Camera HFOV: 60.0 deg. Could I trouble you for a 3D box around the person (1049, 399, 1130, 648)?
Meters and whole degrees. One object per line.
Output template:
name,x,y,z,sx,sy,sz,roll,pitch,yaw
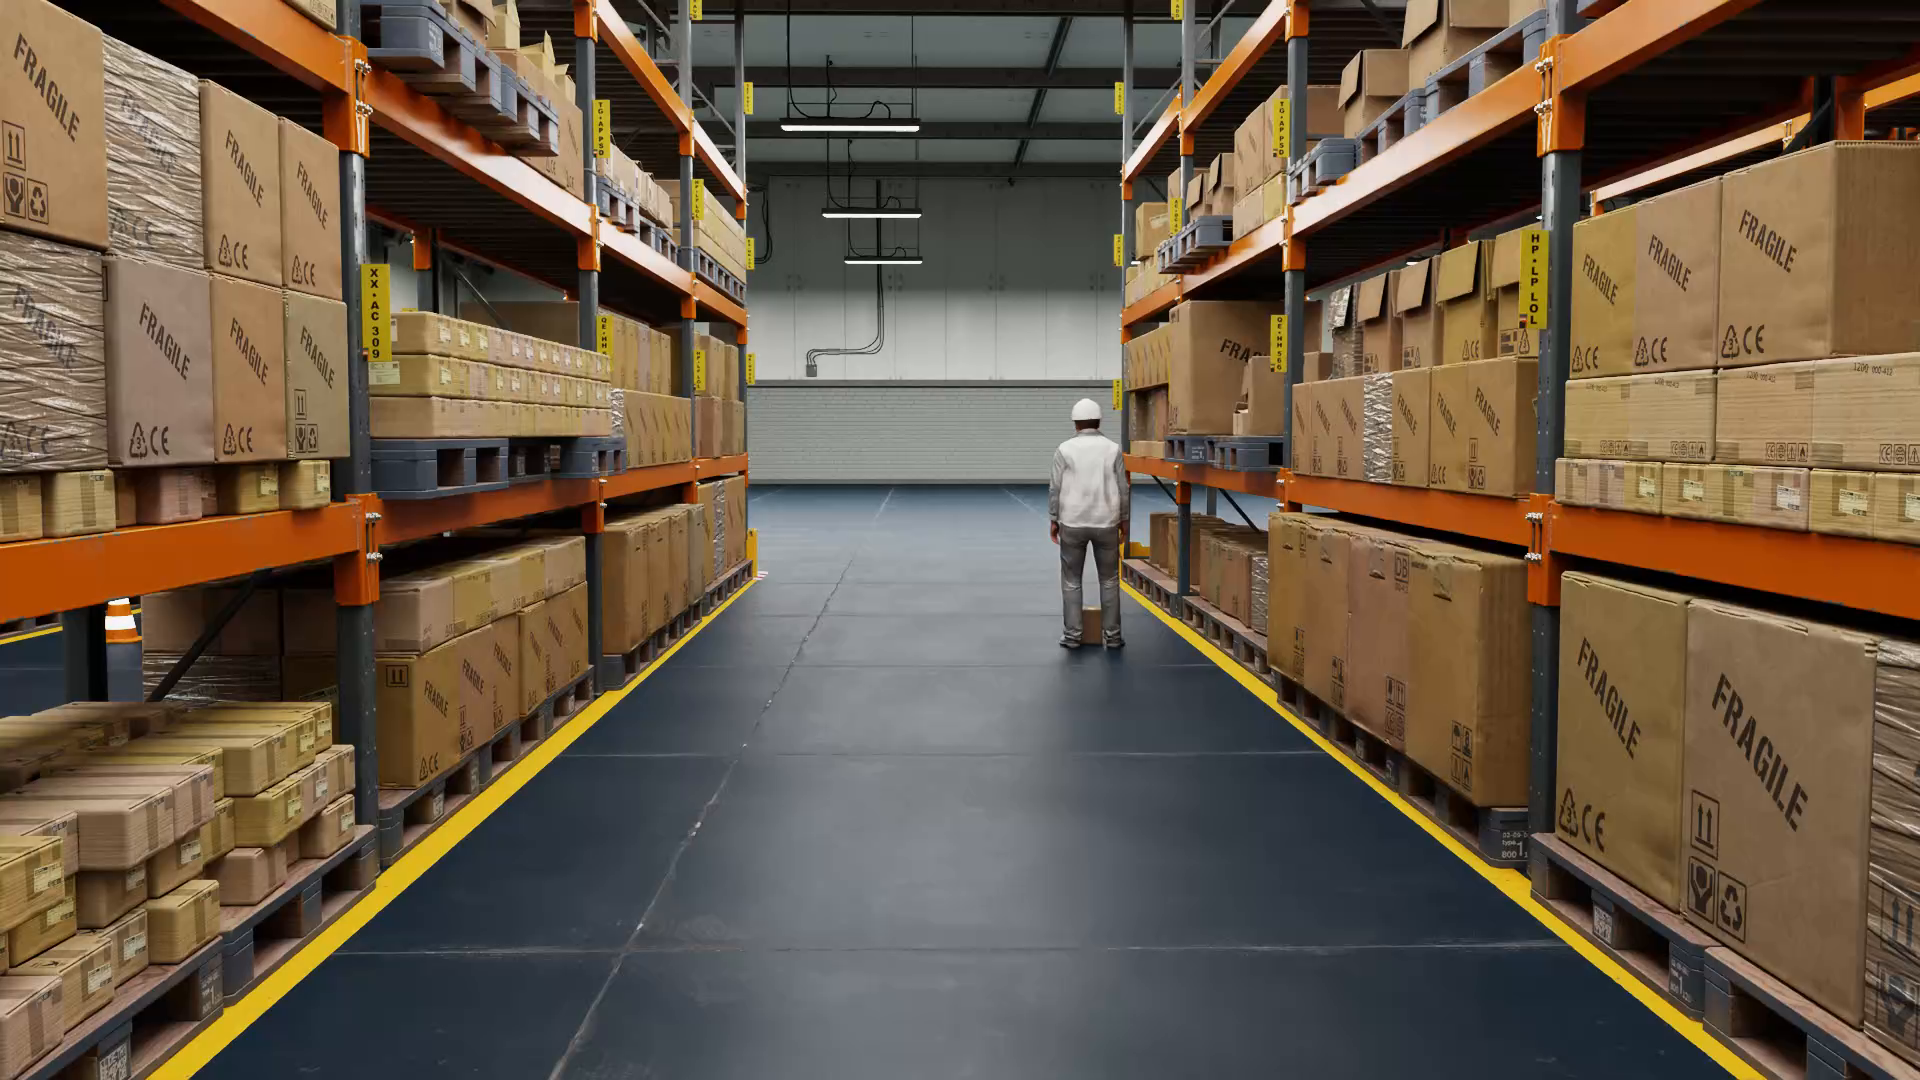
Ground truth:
person,0.924,-0.121,11.880,0.581,1.772,0.460,0,4,-1
